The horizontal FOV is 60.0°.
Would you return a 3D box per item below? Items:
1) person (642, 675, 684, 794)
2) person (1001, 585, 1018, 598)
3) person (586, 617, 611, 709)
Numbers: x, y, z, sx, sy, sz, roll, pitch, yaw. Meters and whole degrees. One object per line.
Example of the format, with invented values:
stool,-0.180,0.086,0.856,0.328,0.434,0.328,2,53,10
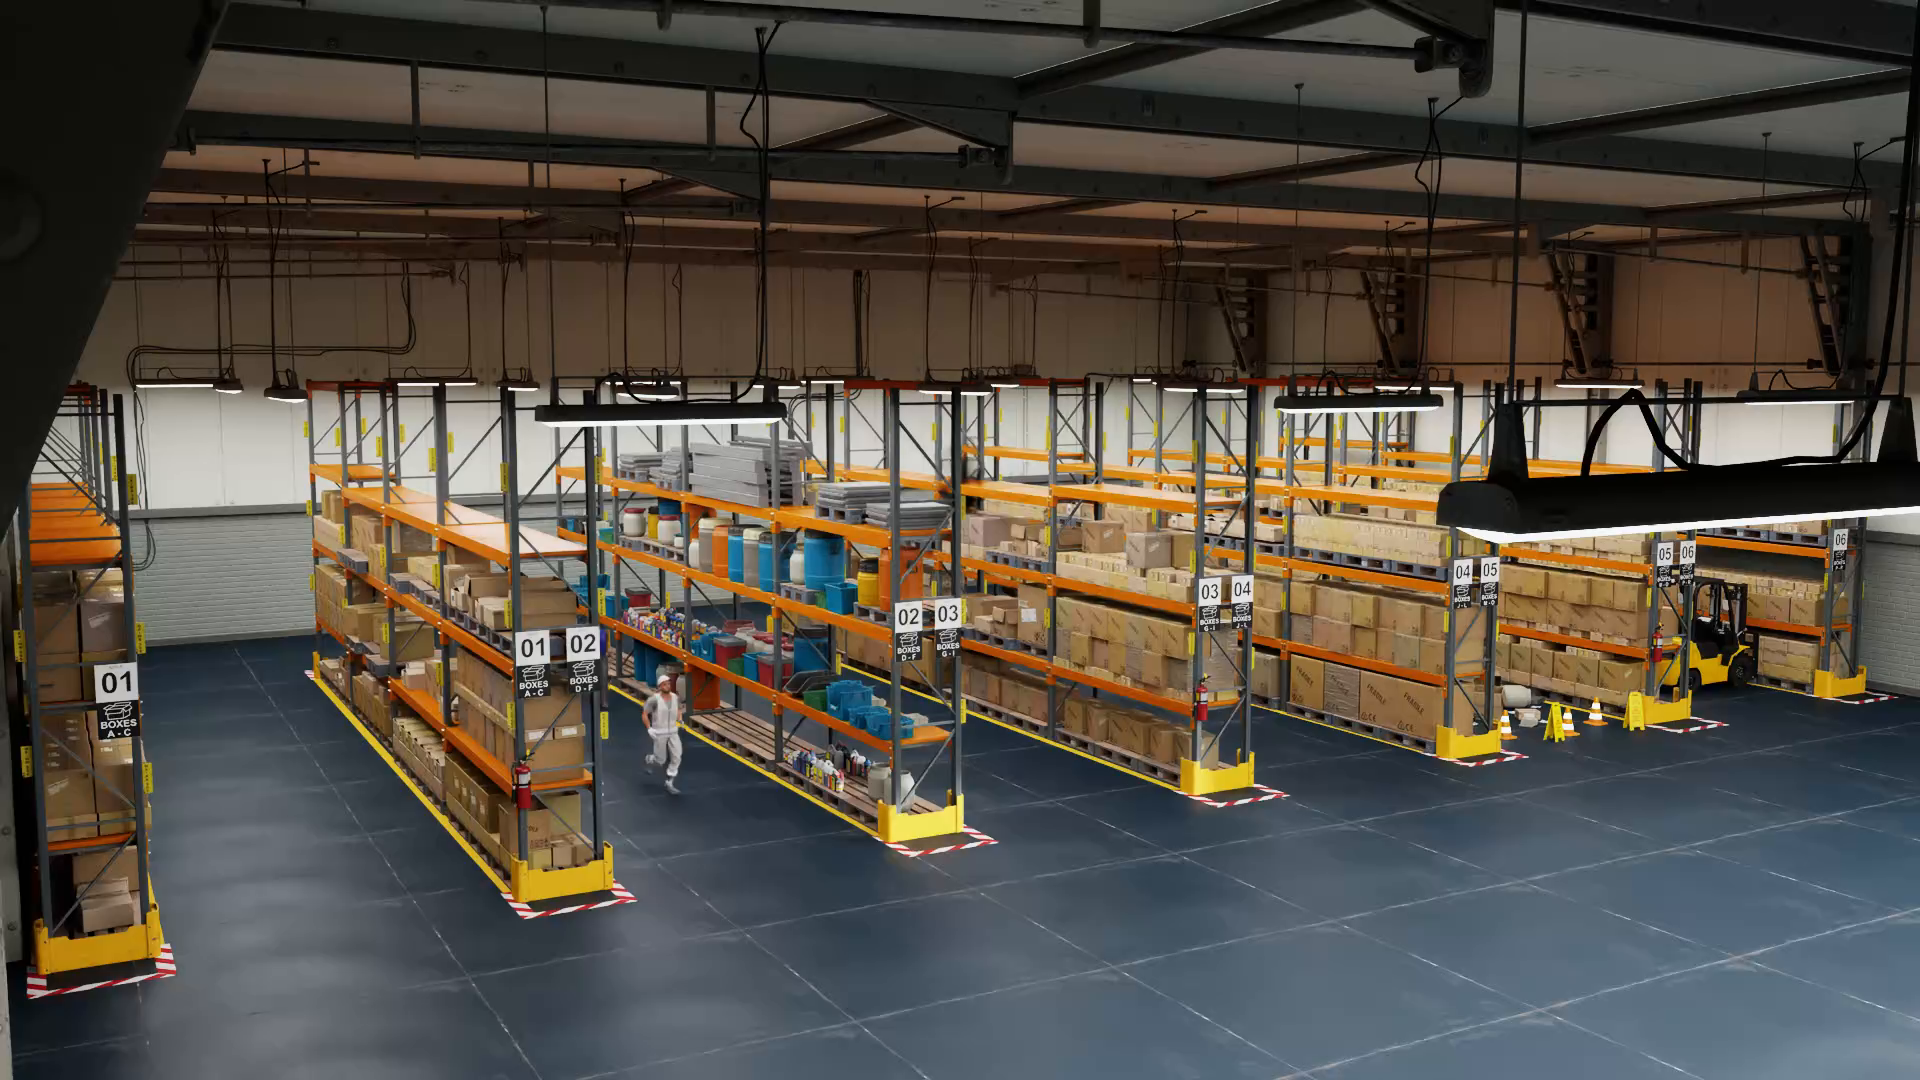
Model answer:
person,-4.396,2.859,24.684,0.659,1.729,0.720,-4,7,-35
person,1.274,0.985,42.195,0.645,1.707,0.705,3,7,29
person,-6.728,2.240,30.807,0.583,1.659,0.898,-4,7,-32
